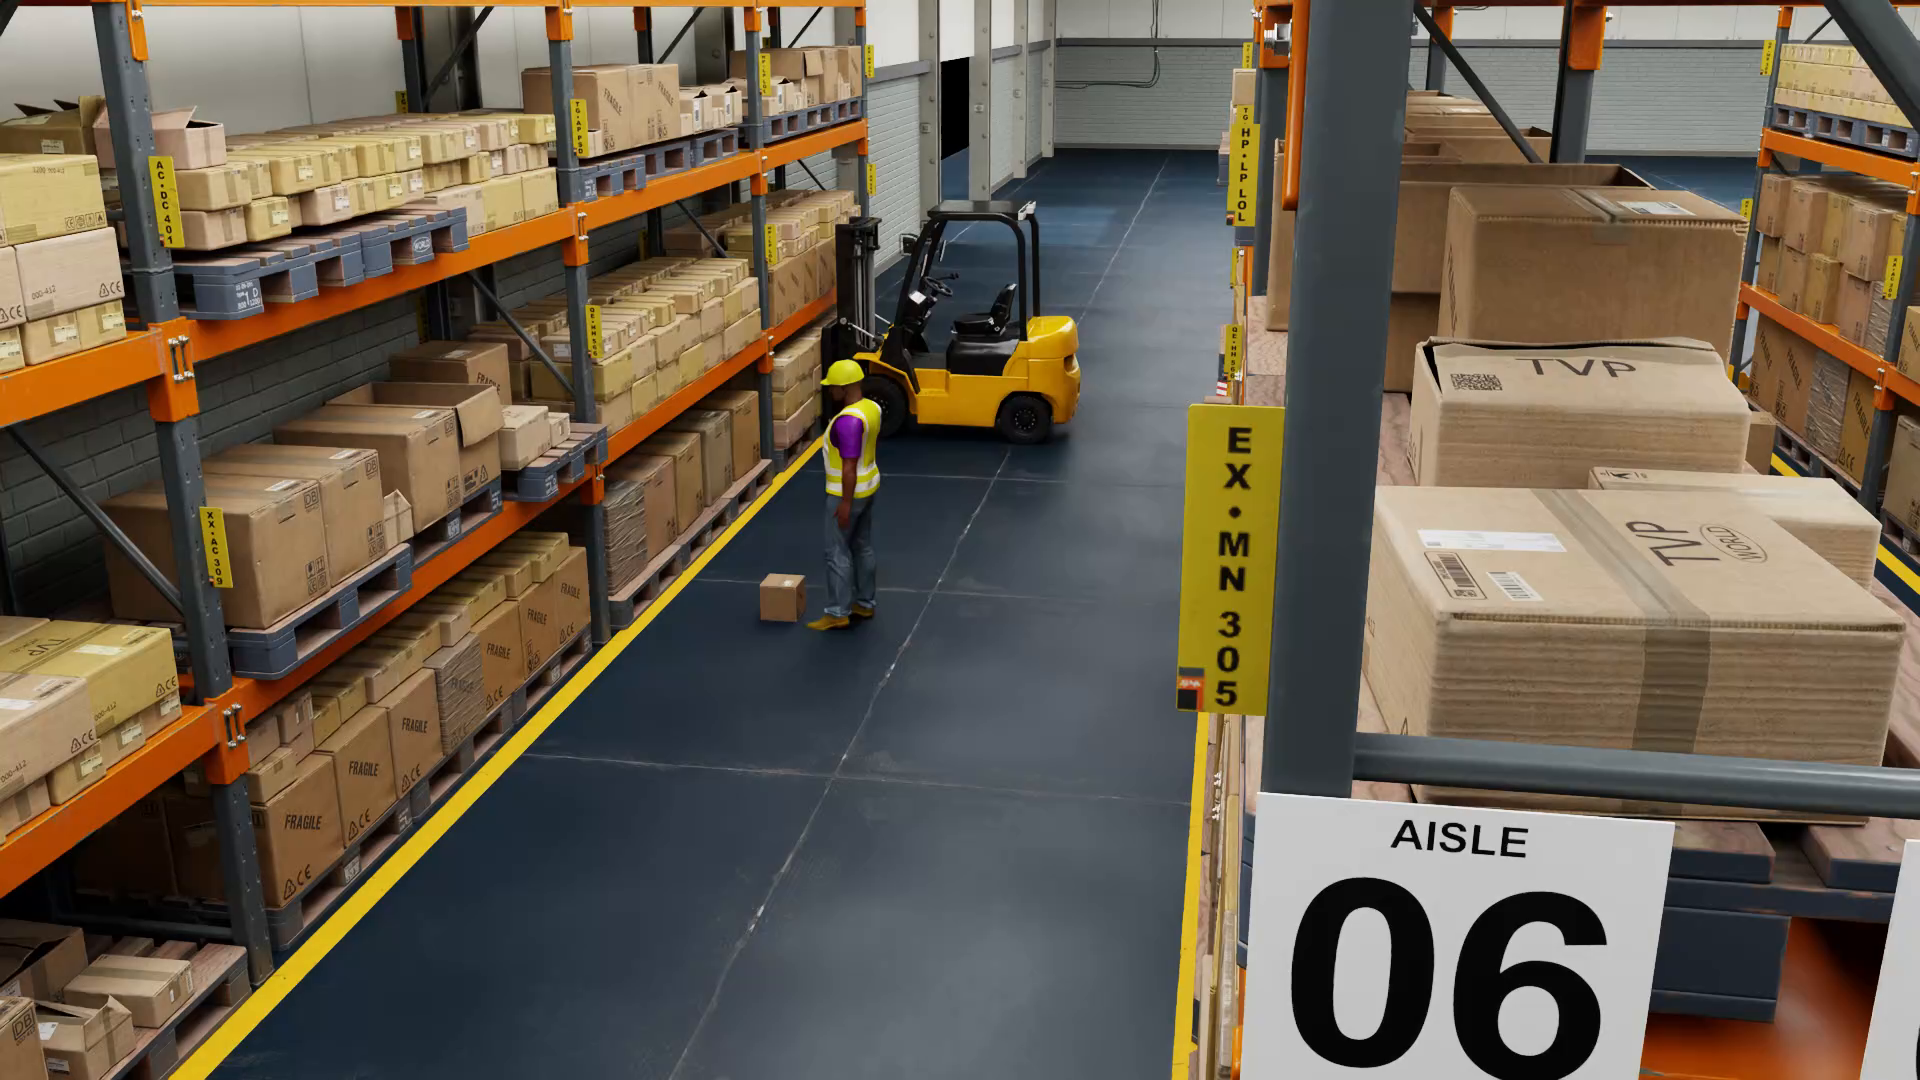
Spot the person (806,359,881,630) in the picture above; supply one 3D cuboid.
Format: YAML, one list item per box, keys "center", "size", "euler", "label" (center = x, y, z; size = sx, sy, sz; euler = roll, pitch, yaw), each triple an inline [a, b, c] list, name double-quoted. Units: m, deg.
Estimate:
- center: [-0.756, -0.310, 10.991]
  size: [0.444, 1.806, 0.631]
  euler: [5, 19, 16]
  label: "person"
